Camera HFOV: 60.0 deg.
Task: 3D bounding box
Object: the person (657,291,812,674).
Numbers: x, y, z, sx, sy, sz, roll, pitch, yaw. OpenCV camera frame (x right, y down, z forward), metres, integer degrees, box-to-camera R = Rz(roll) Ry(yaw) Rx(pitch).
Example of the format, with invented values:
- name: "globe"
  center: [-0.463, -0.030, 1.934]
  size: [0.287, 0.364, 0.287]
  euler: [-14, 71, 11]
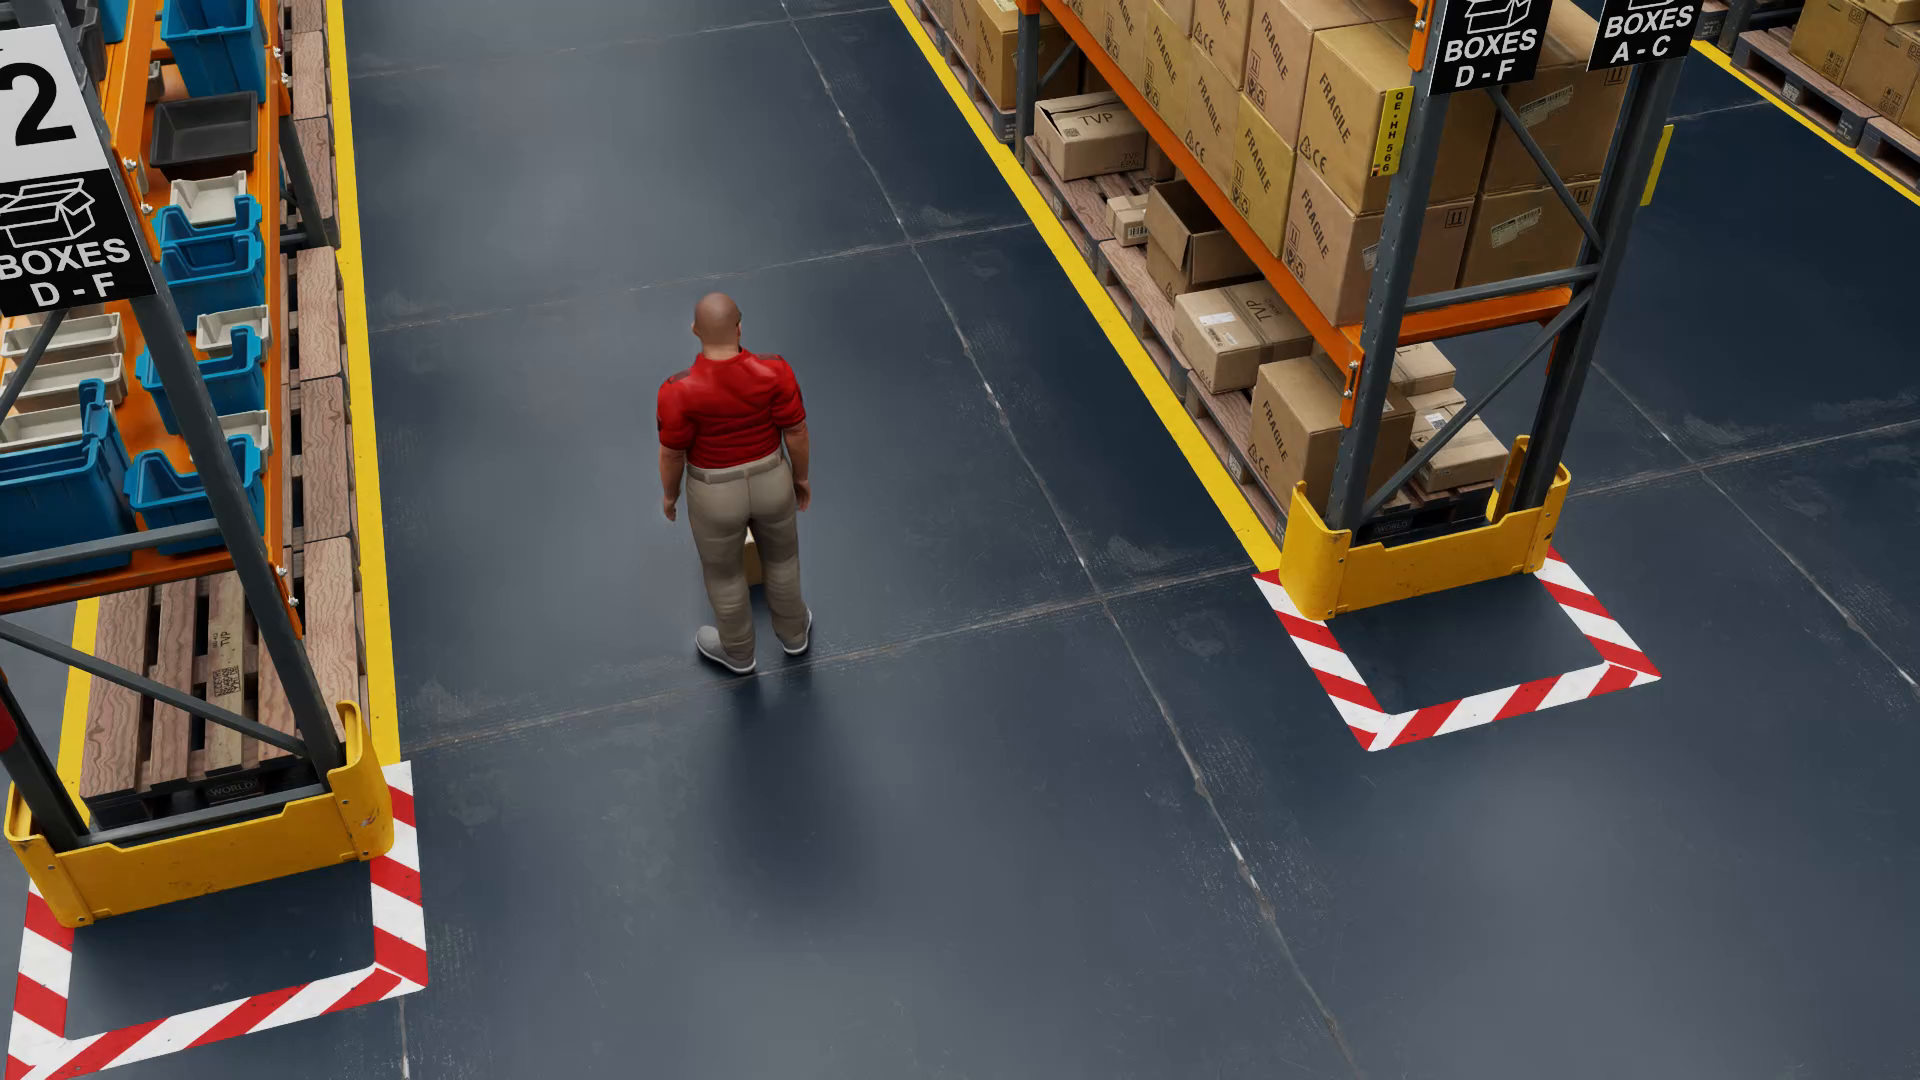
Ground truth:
- name: "person"
  center: [-0.857, -0.204, 6.374]
  size: [0.559, 1.731, 0.364]
  euler: [-16, 44, -17]
